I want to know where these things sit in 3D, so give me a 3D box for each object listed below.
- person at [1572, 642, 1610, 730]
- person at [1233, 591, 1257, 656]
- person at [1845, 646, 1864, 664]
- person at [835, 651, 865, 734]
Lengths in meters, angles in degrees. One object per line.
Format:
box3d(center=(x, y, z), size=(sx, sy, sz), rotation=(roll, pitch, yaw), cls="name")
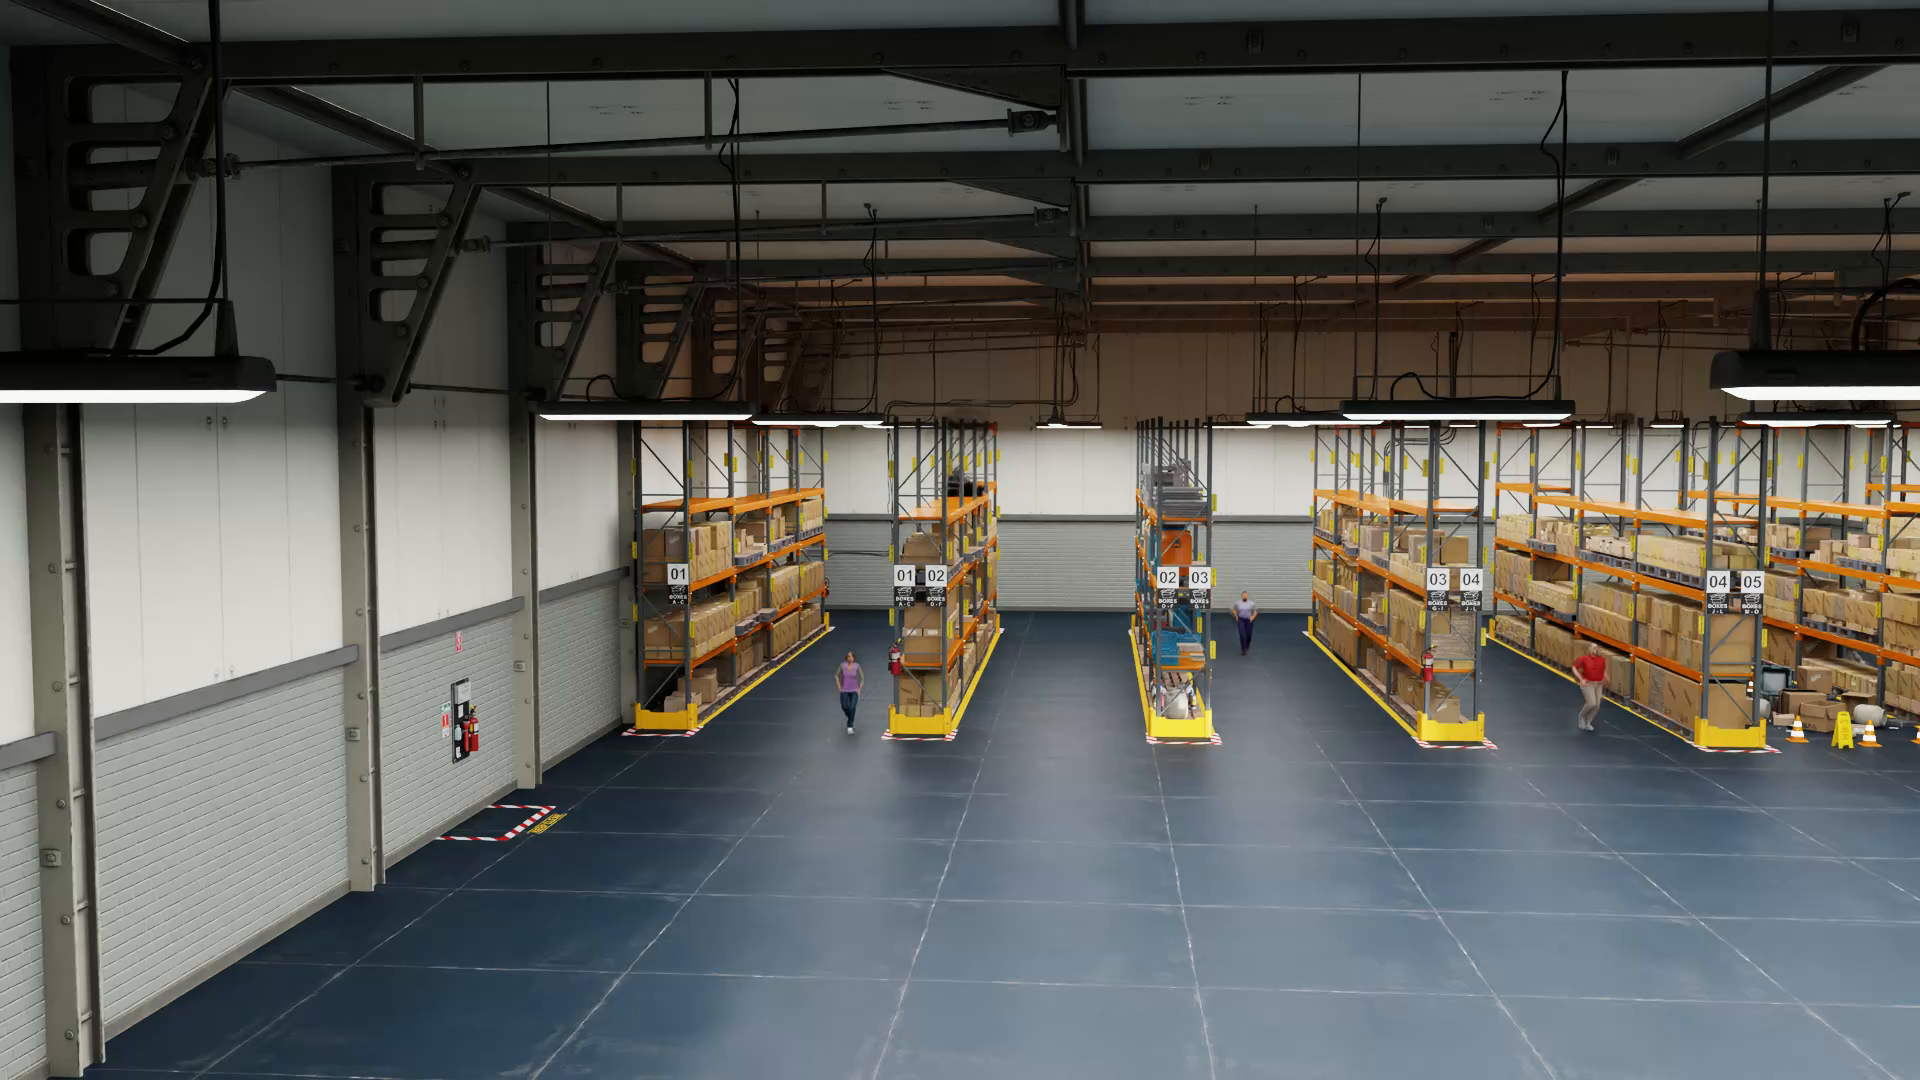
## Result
box3d(center=(12.072, 2.803, 31.688), size=(0.634, 1.687, 0.617), rotation=(-1, 4, -14), cls="person")
box3d(center=(7.329, 2.128, 42.793), size=(0.618, 1.629, 0.719), rotation=(0, 4, 5), cls="person")
box3d(center=(21.263, 2.370, 39.515), size=(0.546, 1.562, 0.496), rotation=(0, 4, -1), cls="person")
box3d(center=(-2.102, 2.893, 31.621), size=(0.569, 1.573, 0.493), rotation=(0, 4, 1), cls="person")
